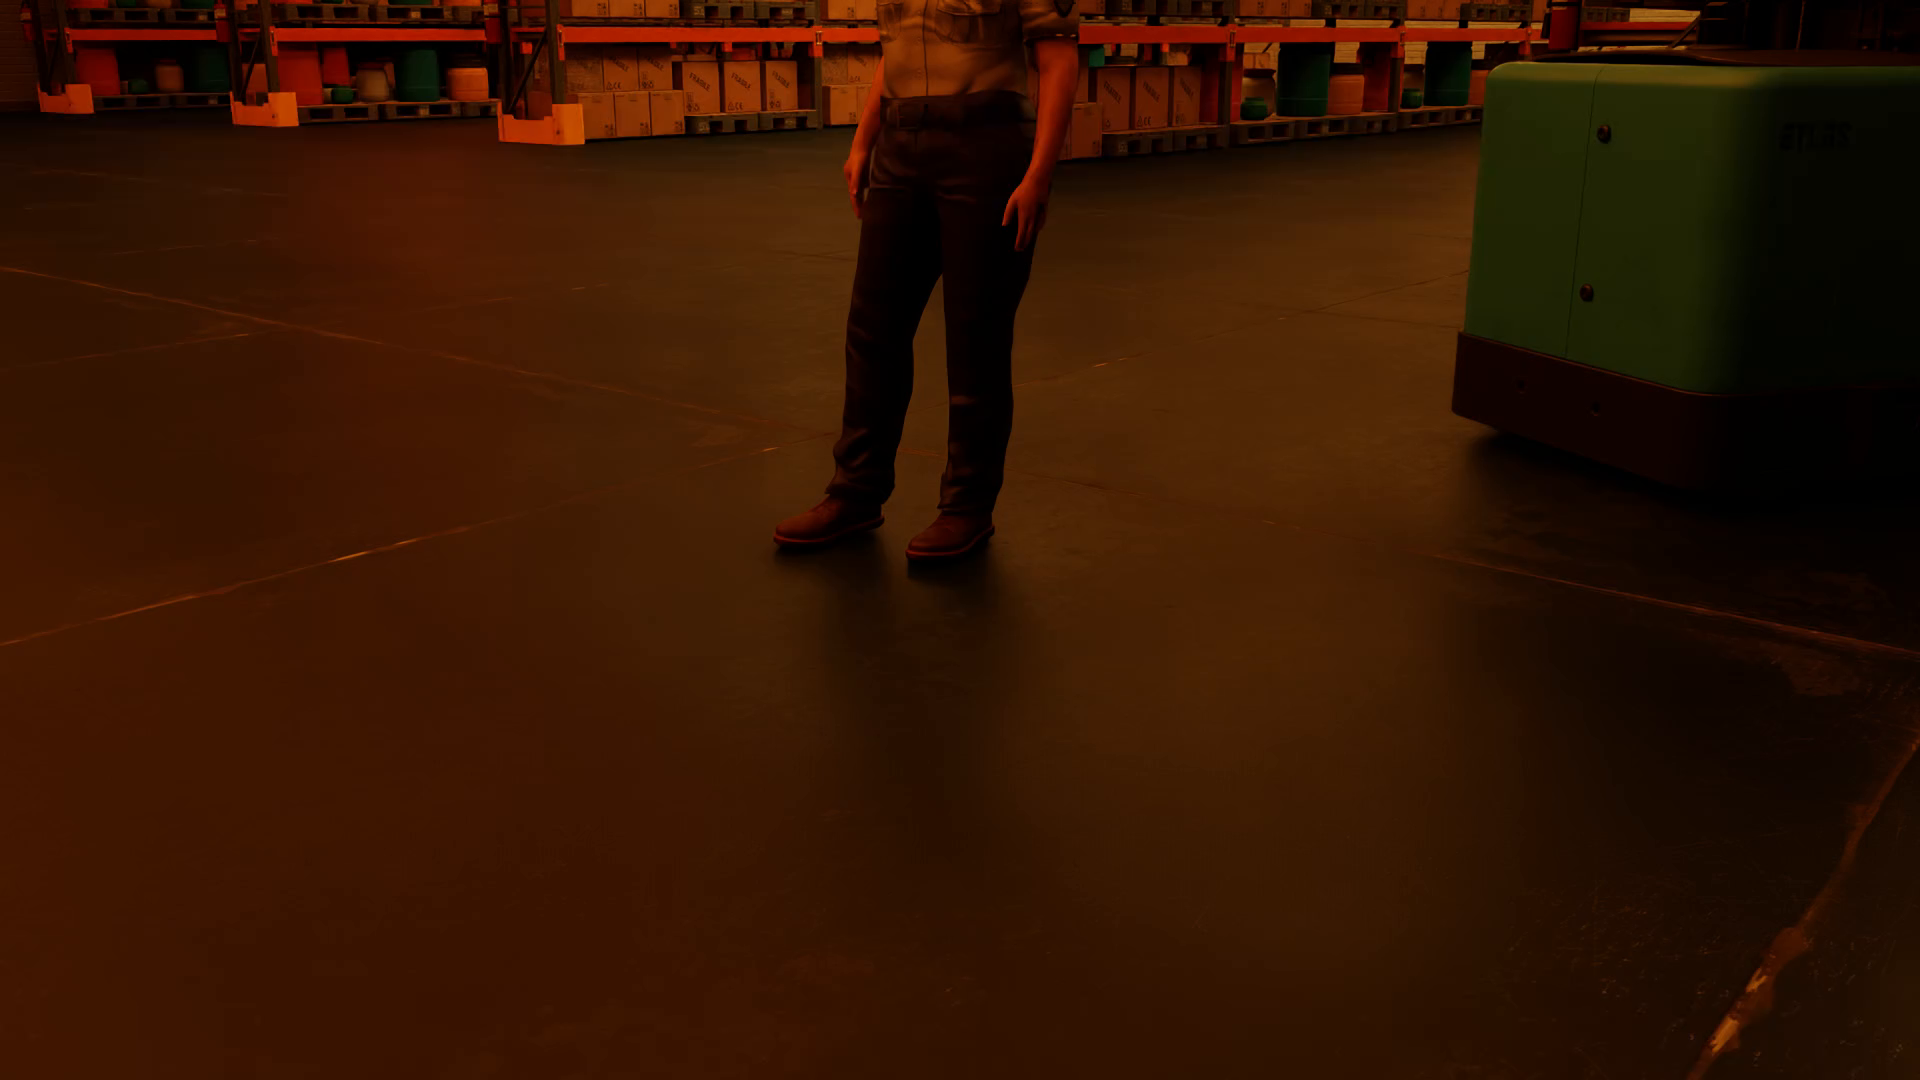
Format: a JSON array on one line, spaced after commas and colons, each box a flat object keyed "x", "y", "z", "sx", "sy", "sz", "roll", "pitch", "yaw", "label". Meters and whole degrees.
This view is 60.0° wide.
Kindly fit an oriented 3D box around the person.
[{"x": -0.074, "y": -0.776, "z": 3.649, "sx": 0.599, "sy": 1.642, "sz": 0.503, "roll": 13, "pitch": 21, "yaw": 37, "label": "person"}]

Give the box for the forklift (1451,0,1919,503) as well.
[{"x": 3.037, "y": -1.739, "z": 4.623, "sx": 3.031, "sy": 2.935, "sz": 1.130, "roll": -6, "pitch": 18, "yaw": -19, "label": "forklift"}]
